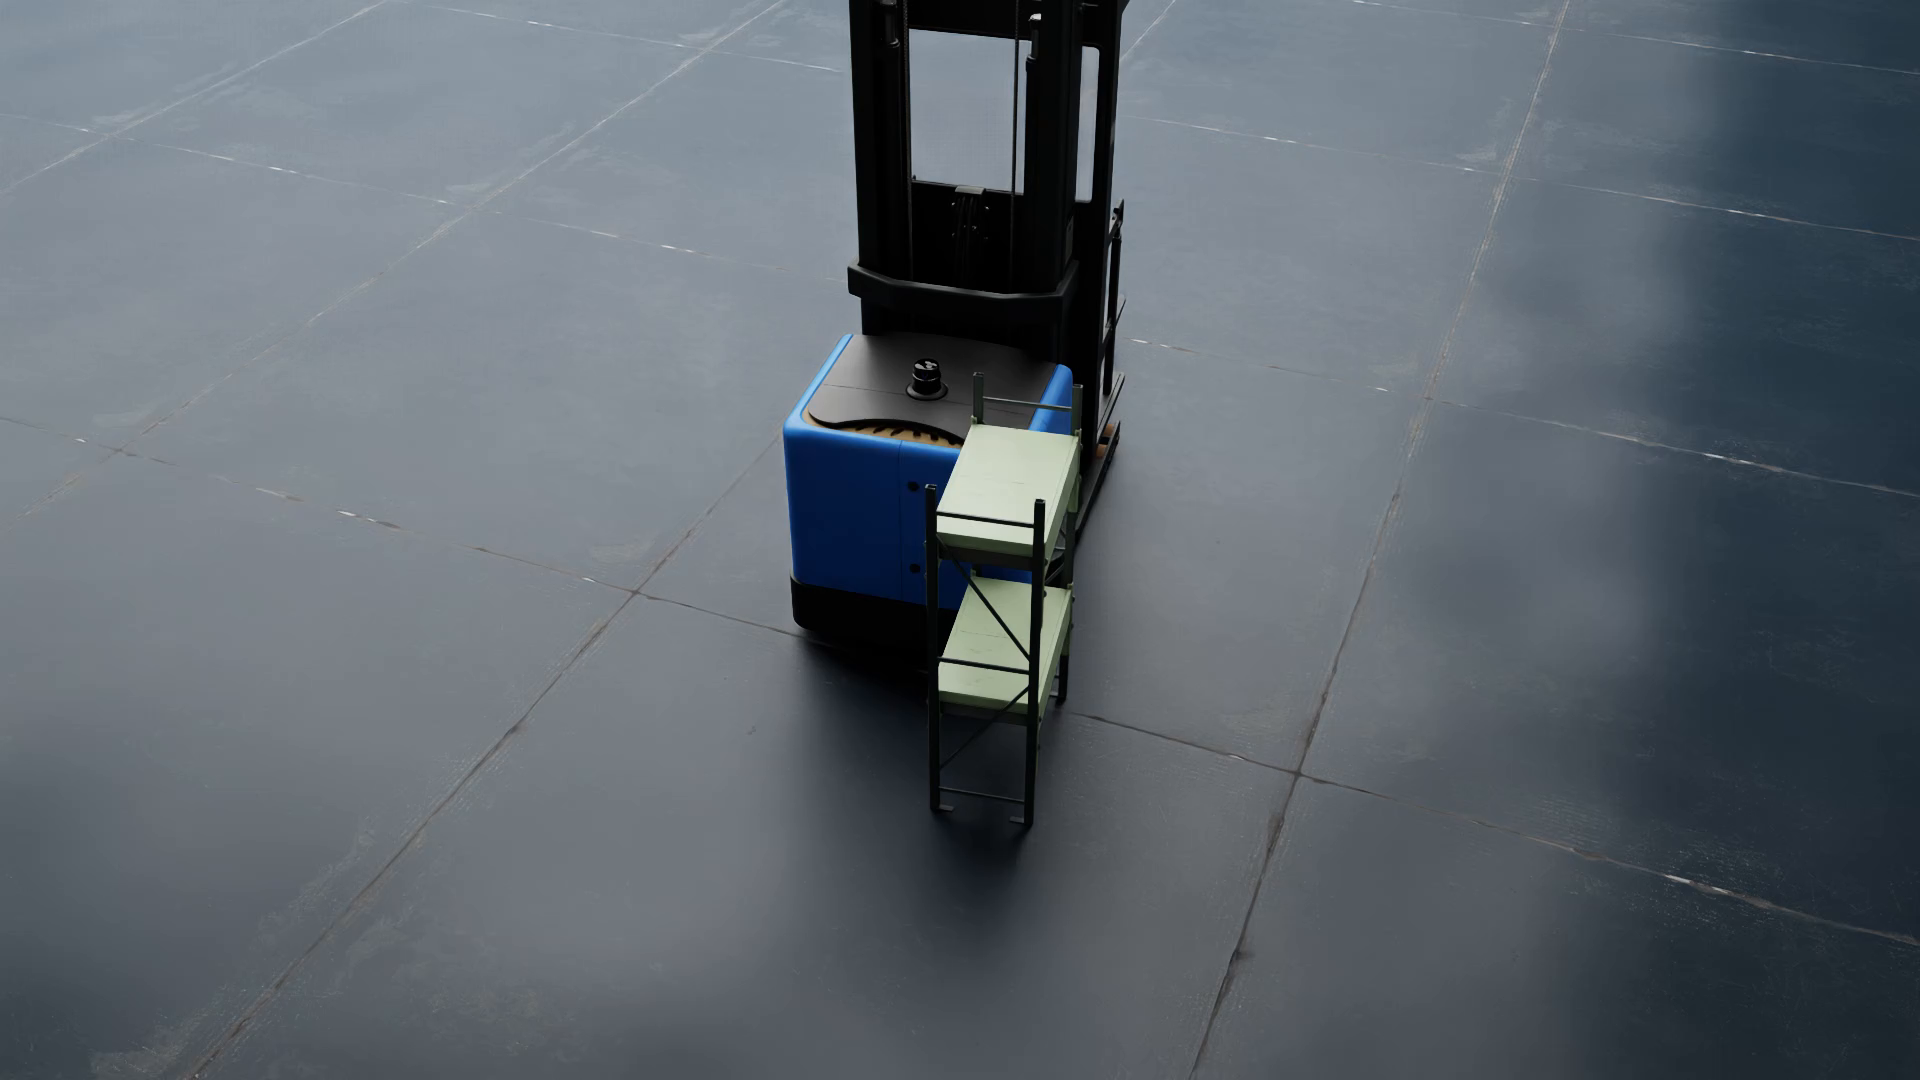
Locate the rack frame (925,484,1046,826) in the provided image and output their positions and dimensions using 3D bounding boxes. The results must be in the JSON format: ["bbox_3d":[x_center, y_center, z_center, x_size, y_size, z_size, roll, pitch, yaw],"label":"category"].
[{"bbox_3d":[0.082,0.449,5.897,0.400,1.500,0.023,8,37,10],"label":"rack frame"}]

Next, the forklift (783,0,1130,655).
[{"bbox_3d":[0.171,-1.535,7.356,1.130,2.935,3.031,10,38,13],"label":"forklift"}]

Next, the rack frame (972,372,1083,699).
[{"bbox_3d":[0.246,0.022,6.468,0.400,1.500,0.023,8,37,10],"label":"rack frame"}]

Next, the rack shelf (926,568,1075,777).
[{"bbox_3d":[0.164,0.496,6.378,0.431,0.370,0.720,8,37,10],"label":"rack shelf"}]

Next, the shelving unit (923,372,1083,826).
[{"bbox_3d":[0.164,0.235,6.182,0.431,1.500,0.755,8,37,10],"label":"shelving unit"}]

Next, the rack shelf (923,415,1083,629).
[{"bbox_3d":[0.164,-0.077,5.949,0.431,0.370,0.720,8,37,10],"label":"rack shelf"}]
